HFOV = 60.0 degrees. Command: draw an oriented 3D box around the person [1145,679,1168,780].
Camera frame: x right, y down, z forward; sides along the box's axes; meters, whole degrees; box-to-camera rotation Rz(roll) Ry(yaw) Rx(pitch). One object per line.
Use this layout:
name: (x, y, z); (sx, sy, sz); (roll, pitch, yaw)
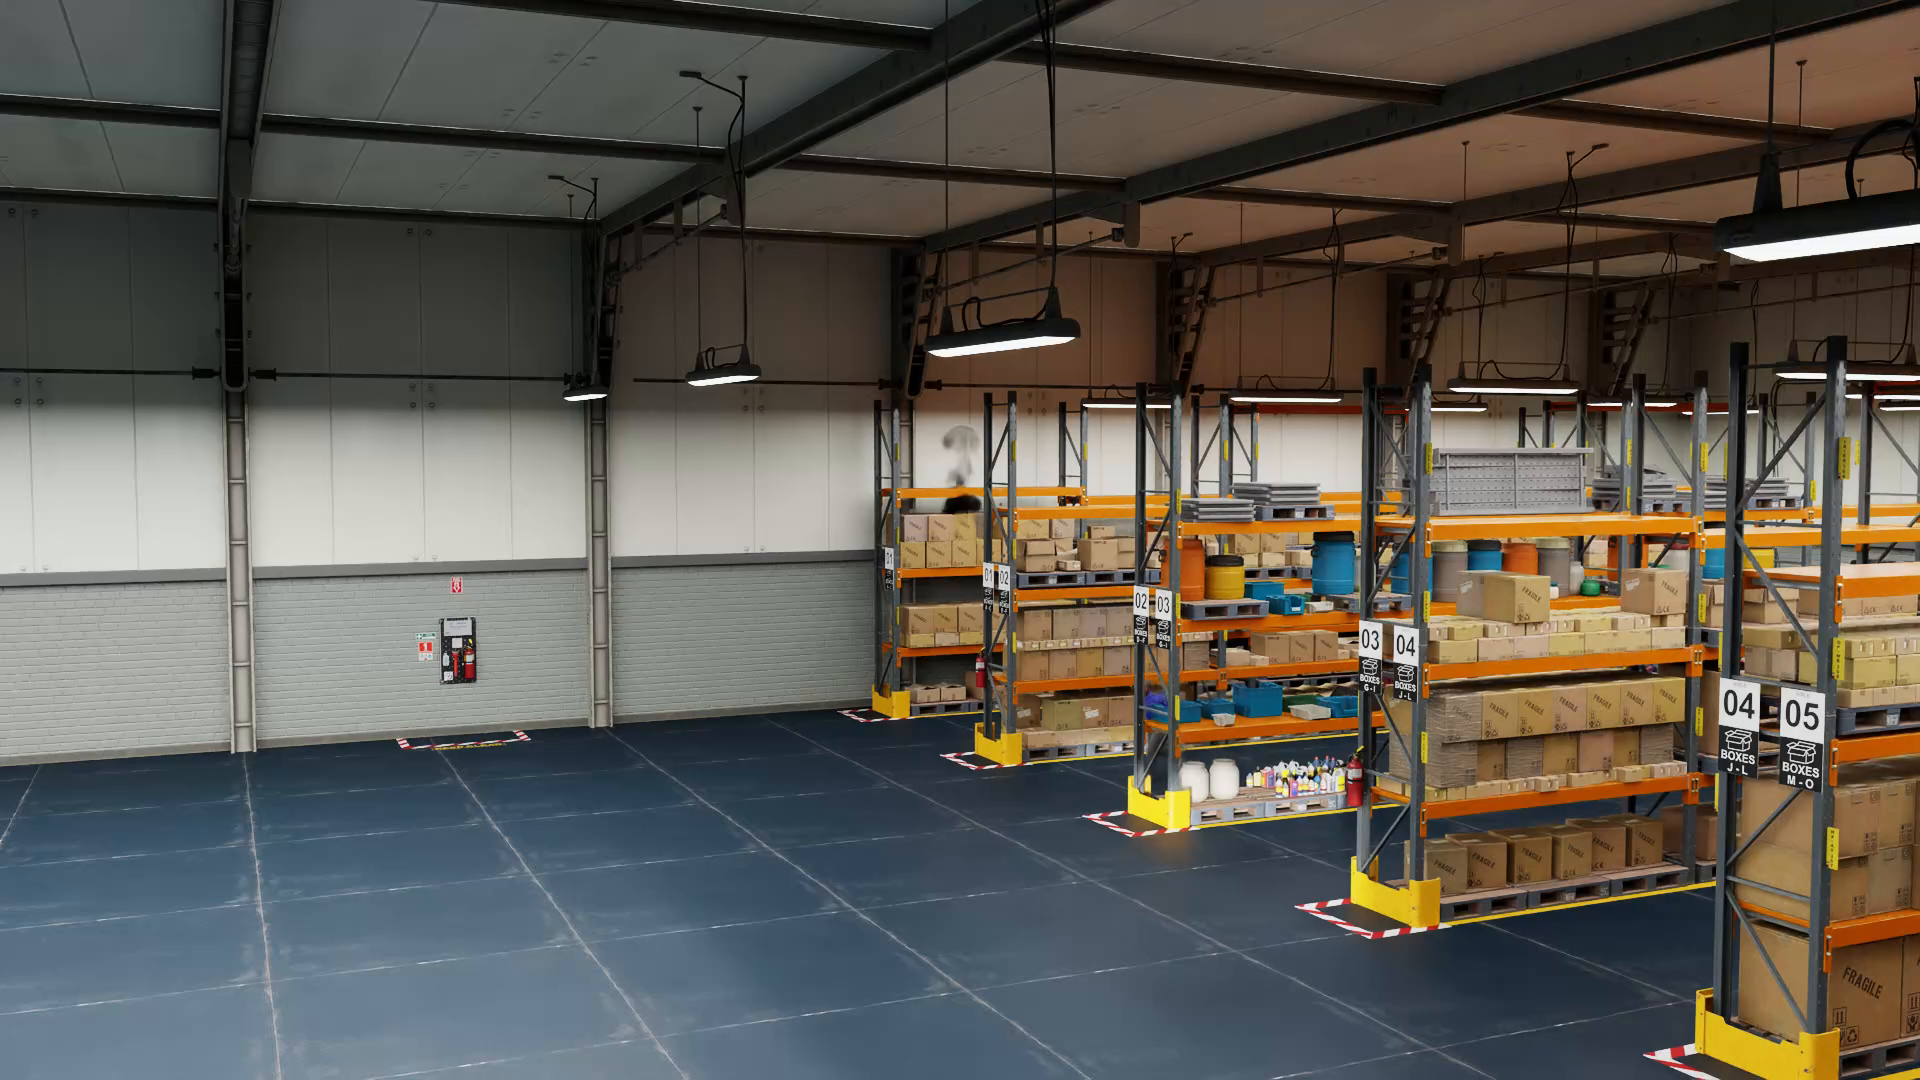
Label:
person: (3.069, 2.964, 25.573); (0.829, 1.504, 0.540); (-3, 5, -43)
